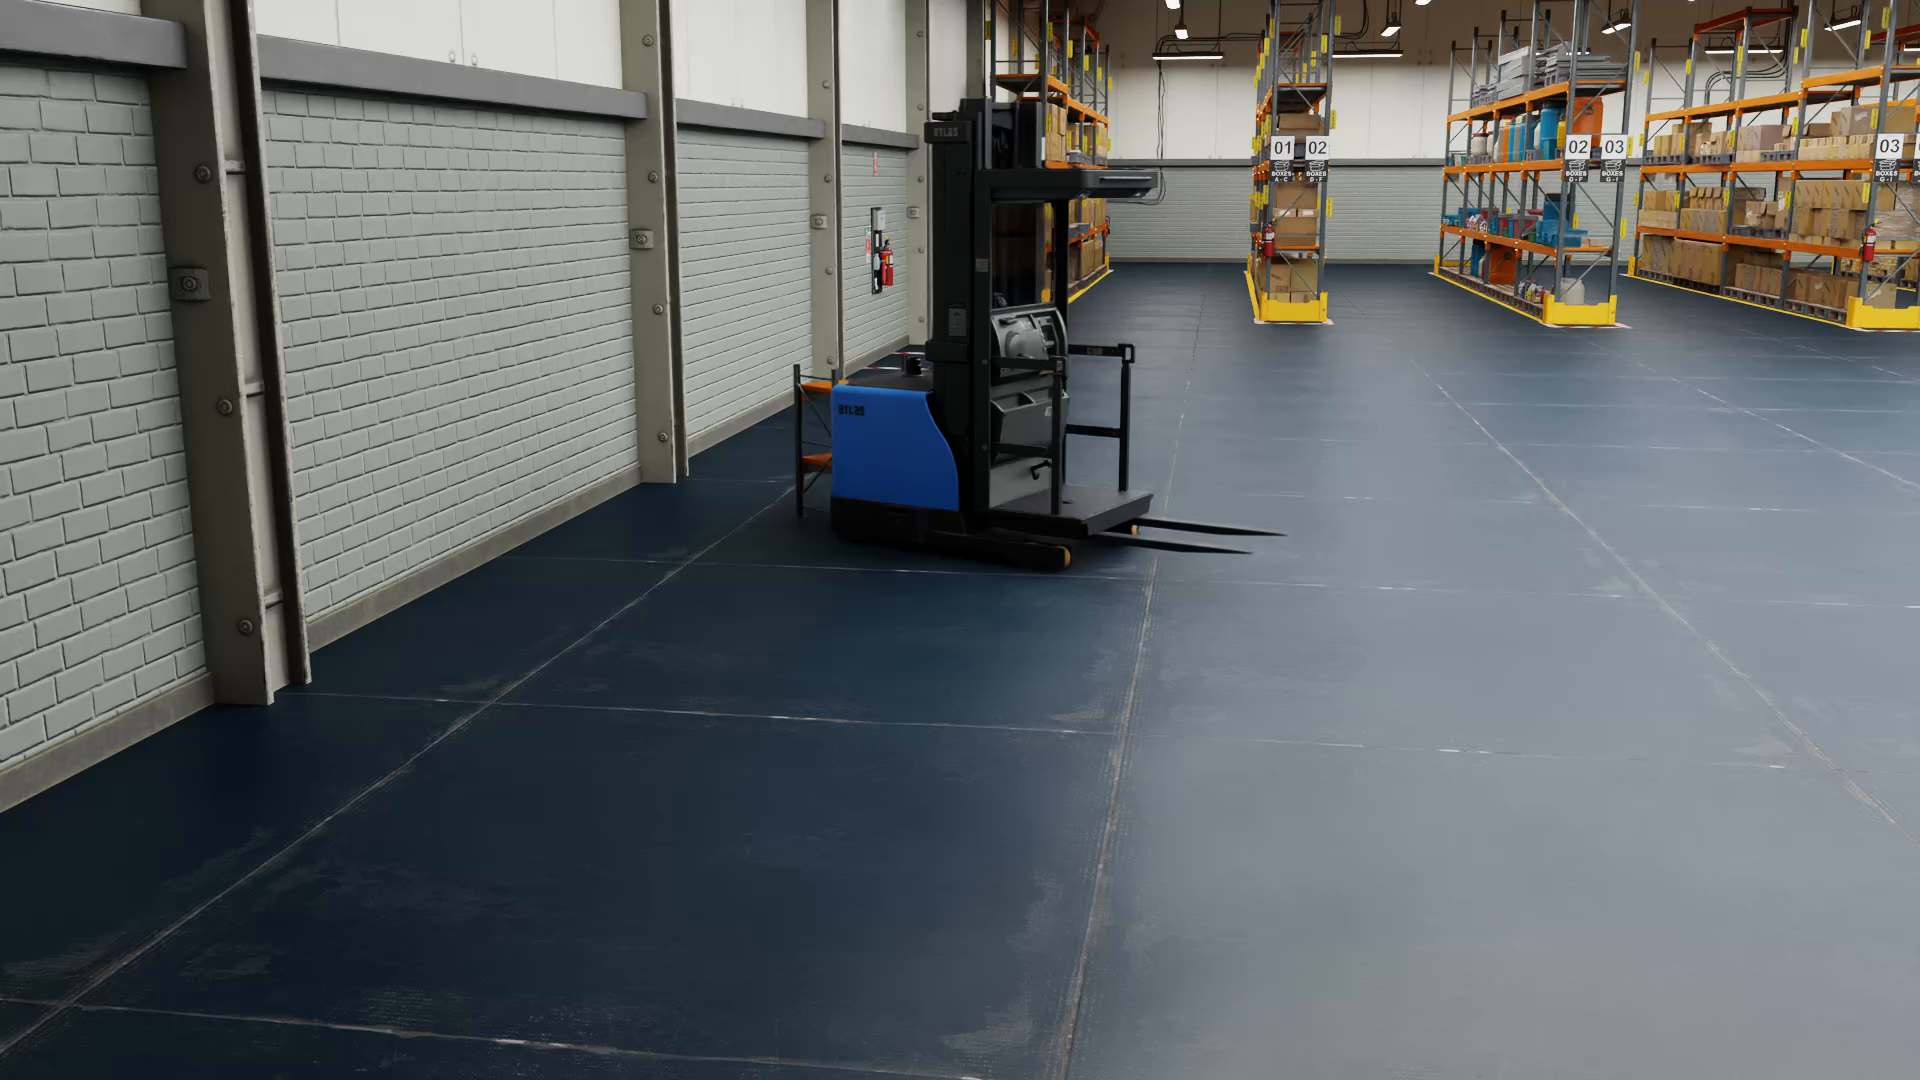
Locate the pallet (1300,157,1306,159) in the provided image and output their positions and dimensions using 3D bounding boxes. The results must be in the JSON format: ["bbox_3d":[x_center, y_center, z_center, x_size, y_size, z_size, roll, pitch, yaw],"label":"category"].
[{"bbox_3d":[6.676,-7.783,33.823,0.805,0.209,1.217,1,12,6],"label":"pallet"}]

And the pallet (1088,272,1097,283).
[{"bbox_3d":[2.844,-6.525,41.270,1.003,0.211,1.213,2,12,9],"label":"pallet"}]

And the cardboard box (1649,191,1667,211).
[{"bbox_3d":[17.695,-8.538,41.861,0.500,0.500,0.500,2,12,7],"label":"cardboard box"}]

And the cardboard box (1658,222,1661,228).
[{"bbox_3d":[17.492,-7.789,41.111,0.380,0.149,0.250,2,12,8],"label":"cardboard box"}]

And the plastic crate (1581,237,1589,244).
[{"bbox_3d":[11.447,-5.590,30.937,0.530,0.136,0.437,2,12,9],"label":"plastic crate"}]

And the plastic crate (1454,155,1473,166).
[{"bbox_3d":[12.647,-9.520,41.709,0.437,0.282,0.530,2,12,9],"label":"plastic crate"}]

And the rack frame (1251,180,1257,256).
[{"bbox_3d":[8.399,-8.724,44.856,1.000,3.000,0.127,2,12,9],"label":"rack frame"}]

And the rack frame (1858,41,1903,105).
[{"bbox_3d":[23.072,-11.153,41.887,1.000,3.000,0.127,2,12,9],"label":"rack frame"}]

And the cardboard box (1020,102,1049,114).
[{"bbox_3d":[1.342,-7.639,30.044,0.500,0.500,0.500,1,12,5],"label":"cardboard box"}]

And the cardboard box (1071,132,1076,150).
[{"bbox_3d":[2.289,-9.050,37.965,0.700,0.500,0.500,1,12,4],"label":"cardboard box"}]

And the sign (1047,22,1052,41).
[{"bbox_3d":[1.579,-8.964,29.322,0.100,0.325,0.005,2,12,9],"label":"sign"}]

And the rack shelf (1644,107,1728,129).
[{"bbox_3d":[17.879,-10.372,40.917,1.077,0.370,4.000,2,12,9],"label":"rack shelf"}]

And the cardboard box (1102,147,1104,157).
[{"bbox_3d":[3.499,-10.153,43.488,0.500,0.250,0.500,2,12,7],"label":"cardboard box"}]

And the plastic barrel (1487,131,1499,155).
[{"bbox_3d":[12.186,-9.010,37.740,0.433,0.535,0.433,0,12,0],"label":"plastic barrel"}]

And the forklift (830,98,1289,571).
[{"bbox_3d":[0.635,-1.361,10.852,3.031,2.935,1.130,7,14,30],"label":"forklift"}]

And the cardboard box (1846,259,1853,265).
[{"bbox_3d":[22.640,-7.022,42.021,0.380,0.149,0.250,2,12,8],"label":"cardboard box"}]

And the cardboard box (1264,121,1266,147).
[{"bbox_3d":[6.215,-7.919,32.432,0.500,0.500,0.500,3,13,13],"label":"cardboard box"}]

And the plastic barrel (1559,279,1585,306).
[{"bbox_3d":[10.857,-4.361,29.518,0.421,0.512,0.421,0,12,0],"label":"plastic barrel"}]

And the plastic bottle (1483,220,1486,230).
[{"bbox_3d":[11.804,-7.045,37.368,0.097,0.271,0.097,0,12,0],"label":"plastic bottle"}]

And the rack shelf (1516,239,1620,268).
[{"bbox_3d":[11.139,-5.297,30.660,1.077,0.370,4.000,2,12,9],"label":"rack shelf"}]

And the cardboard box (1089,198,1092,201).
[{"bbox_3d":[2.902,-8.304,40.135,0.500,0.250,0.500,2,12,10],"label":"cardboard box"}]

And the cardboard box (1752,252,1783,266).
[{"bbox_3d":[16.811,-5.846,34.608,0.500,0.250,0.500,3,13,15],"label":"cardboard box"}]

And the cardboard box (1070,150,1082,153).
[{"bbox_3d":[2.429,-8.493,36.825,0.500,0.311,0.500,2,12,9],"label":"cardboard box"}]

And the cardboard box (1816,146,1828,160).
[{"bbox_3d":[15.855,-6.999,30.085,0.500,0.250,0.500,1,12,6],"label":"cardboard box"}]

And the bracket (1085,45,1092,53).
[{"bbox_3d":[3.843,-14.735,49.960,0.235,0.232,0.430,2,12,9],"label":"bracket"}]

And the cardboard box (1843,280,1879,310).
[{"bbox_3d":[15.896,-4.310,29.310,0.500,0.500,0.500,5,13,23],"label":"cardboard box"}]

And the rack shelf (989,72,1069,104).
[{"bbox_3d":[1.350,-8.549,31.518,1.077,0.370,4.000,2,12,9],"label":"rack shelf"}]

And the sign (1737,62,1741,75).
[{"bbox_3d":[18.109,-10.983,38.690,0.100,0.325,0.005,2,12,9],"label":"sign"}]

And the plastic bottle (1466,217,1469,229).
[{"bbox_3d":[12.179,-7.583,39.837,0.061,0.283,0.133,2,12,9],"label":"plastic bottle"}]

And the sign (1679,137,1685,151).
[{"bbox_3d":[17.023,-9.345,39.202,0.100,0.325,0.005,2,12,9],"label":"sign"}]

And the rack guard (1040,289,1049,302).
[{"bbox_3d":[1.054,-4.347,30.479,1.175,0.500,0.348,2,12,9],"label":"rack guard"}]

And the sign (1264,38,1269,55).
[{"bbox_3d":[6.015,-9.669,32.596,0.100,0.325,0.005,2,12,9],"label":"sign"}]

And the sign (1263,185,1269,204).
[{"bbox_3d":[5.404,-6.096,29.349,0.100,0.325,0.005,2,12,9],"label":"sign"}]

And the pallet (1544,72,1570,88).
[{"bbox_3d":[11.162,-8.283,29.964,1.003,0.211,1.213,2,12,9],"label":"pallet"}]

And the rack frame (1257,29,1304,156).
[{"bbox_3d":[7.783,-10.824,40.360,1.000,3.000,0.127,2,12,9],"label":"rack frame"}]

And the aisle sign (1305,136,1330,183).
[{"bbox_3d":[6.230,-6.641,29.017,0.394,0.787,0.004,2,12,9],"label":"aisle sign"}]

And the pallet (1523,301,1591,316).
[{"bbox_3d":[11.117,-4.309,30.986,1.003,0.211,1.213,2,12,9],"label":"pallet"}]

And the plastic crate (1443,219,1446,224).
[{"bbox_3d":[12.798,-8.359,43.642,0.250,0.136,0.298,2,12,9],"label":"plastic crate"}]

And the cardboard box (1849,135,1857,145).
[{"bbox_3d":[15.565,-6.892,28.641,0.380,0.149,0.250,2,12,9],"label":"cardboard box"}]

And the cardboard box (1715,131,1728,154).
[{"bbox_3d":[17.025,-8.770,36.711,0.500,0.500,0.500,3,12,12],"label":"cardboard box"}]

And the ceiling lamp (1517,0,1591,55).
[{"bbox_3d":[16.194,-14.826,45.074,2.000,3.185,0.800,2,12,9],"label":"ceiling lamp"}]

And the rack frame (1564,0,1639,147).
[{"bbox_3d":[10.832,-8.165,28.020,1.000,3.000,0.127,2,12,9],"label":"rack frame"}]

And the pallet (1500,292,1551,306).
[{"bbox_3d":[11.529,-4.867,33.574,1.003,0.211,1.213,2,12,9],"label":"pallet"}]

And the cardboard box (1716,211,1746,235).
[{"bbox_3d":[16.787,-6.897,36.139,0.500,0.500,0.500,2,12,10],"label":"cardboard box"}]

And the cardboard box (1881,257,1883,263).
[{"bbox_3d":[22.402,-6.731,39.965,0.380,0.149,0.250,2,12,11],"label":"cardboard box"}]

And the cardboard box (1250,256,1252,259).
[{"bbox_3d":[7.958,-7.387,44.133,0.500,0.250,0.500,2,12,9],"label":"cardboard box"}]

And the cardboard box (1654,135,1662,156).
[{"bbox_3d":[17.954,-9.949,41.946,0.700,0.500,0.500,1,12,7],"label":"cardboard box"}]

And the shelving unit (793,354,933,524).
[{"bbox_3d":[-0.654,-0.762,12.357,1.048,1.125,0.538,-11,16,-40],"label":"shelving unit"}]

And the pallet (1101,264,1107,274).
[{"bbox_3d":[3.458,-7.352,45.106,1.003,0.211,1.213,2,12,9],"label":"pallet"}]

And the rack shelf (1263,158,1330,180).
[{"bbox_3d":[6.245,-6.925,31.092,1.077,0.370,4.000,2,12,9],"label":"rack shelf"}]

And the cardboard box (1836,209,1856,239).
[{"bbox_3d":[15.796,-5.488,28.894,0.875,0.500,0.500,2,12,9],"label":"cardboard box"}]

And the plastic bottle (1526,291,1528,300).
[{"bbox_3d":[10.817,-4.660,31.595,0.097,0.201,0.097,0,12,0],"label":"plastic bottle"}]

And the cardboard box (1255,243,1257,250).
[{"bbox_3d":[7.314,-6.950,39.733,0.500,0.250,0.500,2,12,9],"label":"cardboard box"}]
